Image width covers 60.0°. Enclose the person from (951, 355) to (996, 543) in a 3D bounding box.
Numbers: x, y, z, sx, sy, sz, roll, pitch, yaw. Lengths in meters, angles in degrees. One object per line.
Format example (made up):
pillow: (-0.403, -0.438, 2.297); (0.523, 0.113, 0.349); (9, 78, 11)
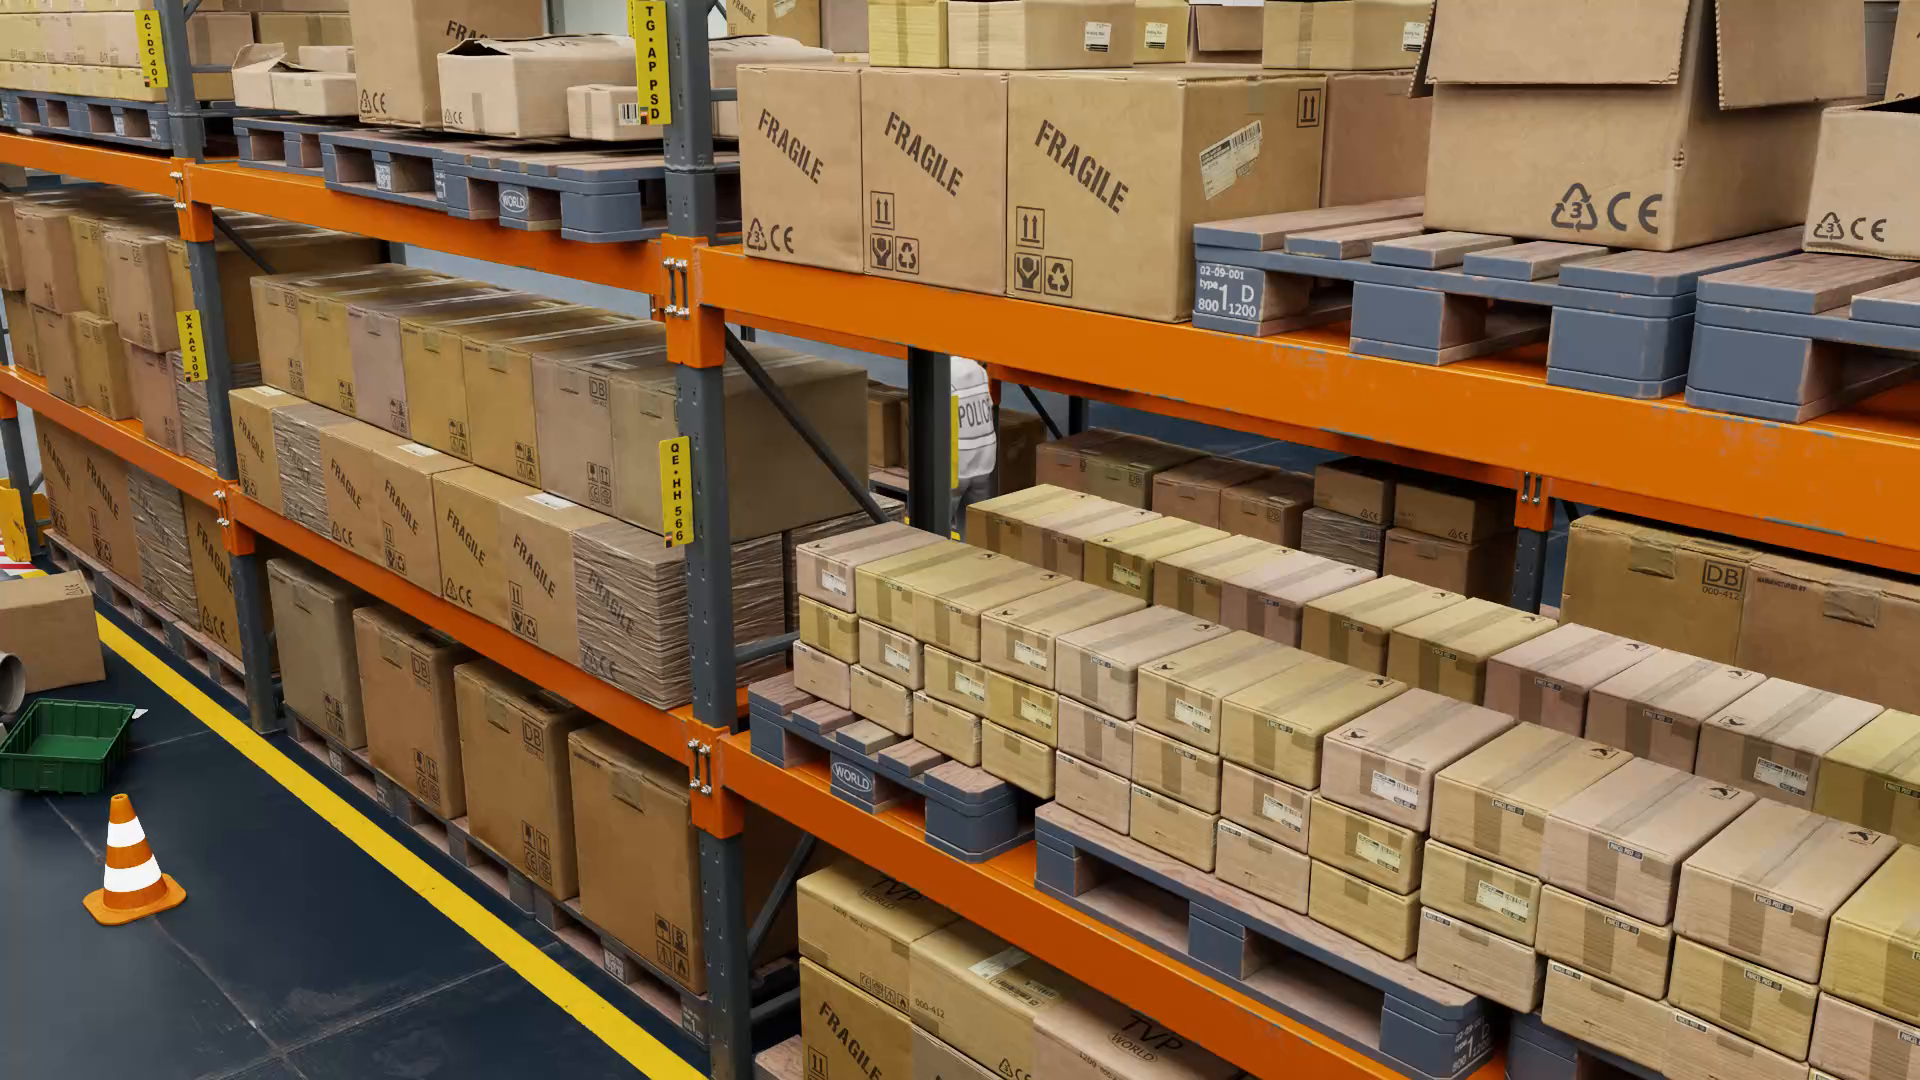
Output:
person: (-0.031, -0.446, 9.975); (0.446, 1.747, 0.597); (16, 23, 41)
